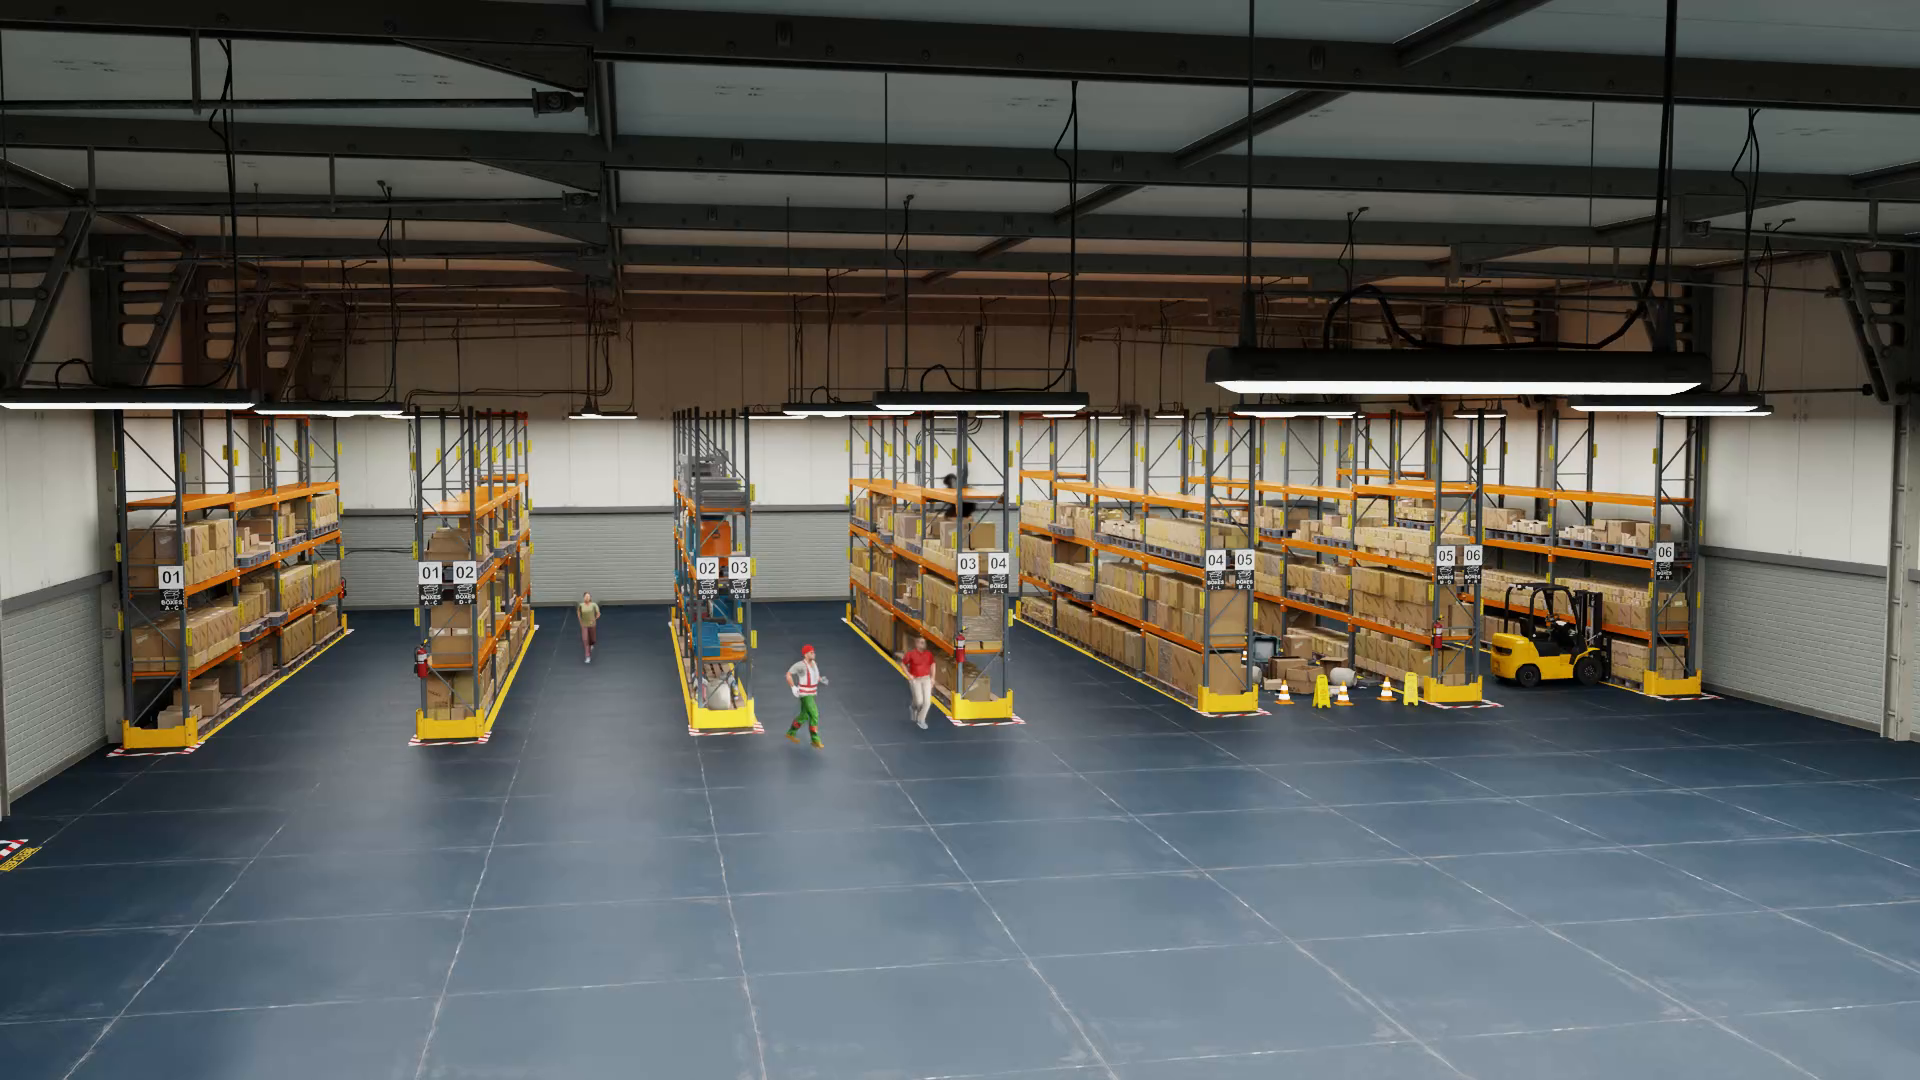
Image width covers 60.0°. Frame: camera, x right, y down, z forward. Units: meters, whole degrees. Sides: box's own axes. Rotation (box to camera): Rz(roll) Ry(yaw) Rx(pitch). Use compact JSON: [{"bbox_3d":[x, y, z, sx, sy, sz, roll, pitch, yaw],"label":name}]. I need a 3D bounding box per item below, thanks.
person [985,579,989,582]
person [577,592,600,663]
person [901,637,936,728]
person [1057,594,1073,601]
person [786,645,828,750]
[{"bbox_3d":[0.983,1.610,45.474,0.720,1.751,0.970,-1,4,-8],"label":"person"},{"bbox_3d":[-8.924,2.075,39.982,0.551,1.661,1.071,-1,4,-14],"label":"person"},{"bbox_3d":[-0.751,2.673,31.221,0.695,1.694,0.549,-2,4,-22],"label":"person"},{"bbox_3d":[3.080,1.299,50.136,0.920,1.742,0.725,-1,4,-12],"label":"person"},{"bbox_3d":[-2.697,2.749,29.237,0.856,1.828,0.643,2,4,22],"label":"person"}]
